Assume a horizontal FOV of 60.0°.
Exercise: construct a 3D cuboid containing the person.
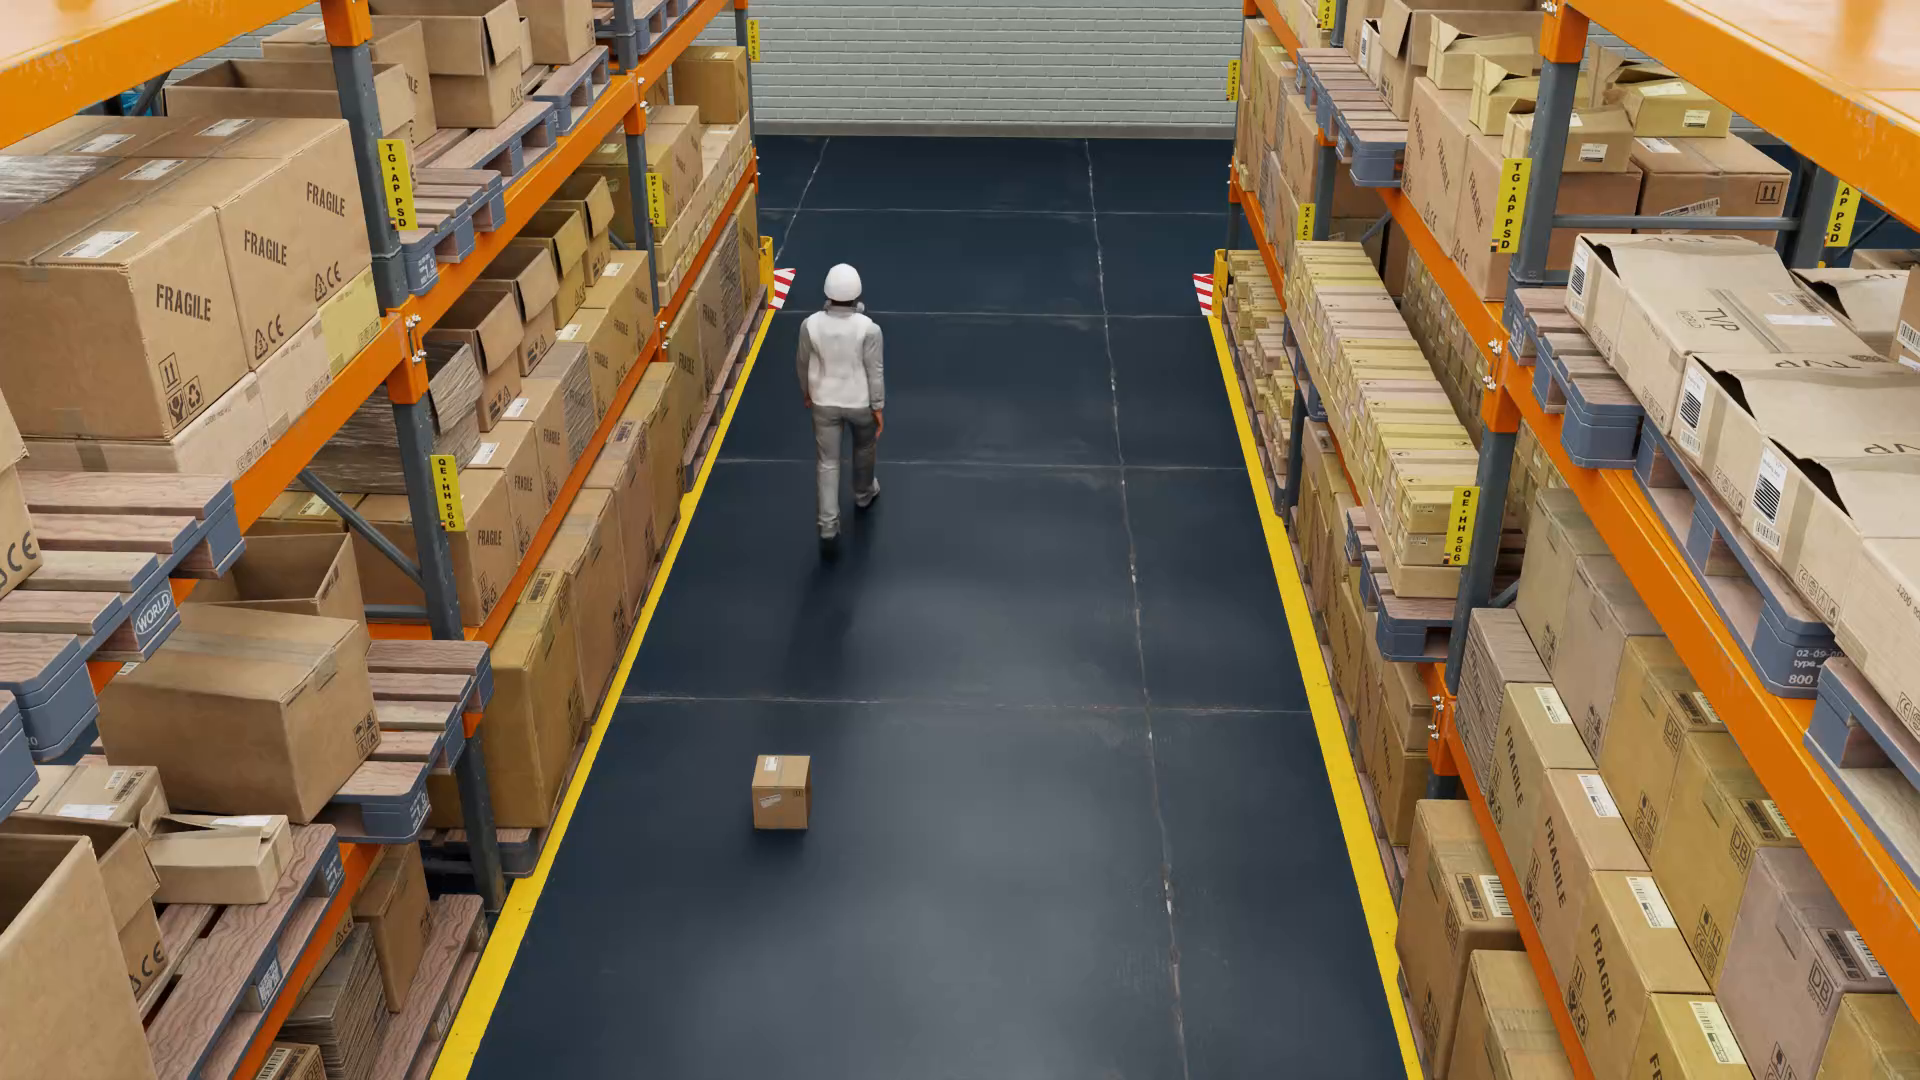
[{"bbox_3d":[-0.728,-0.888,10.280,0.553,1.733,0.986,2,28,4],"label":"person"}]
